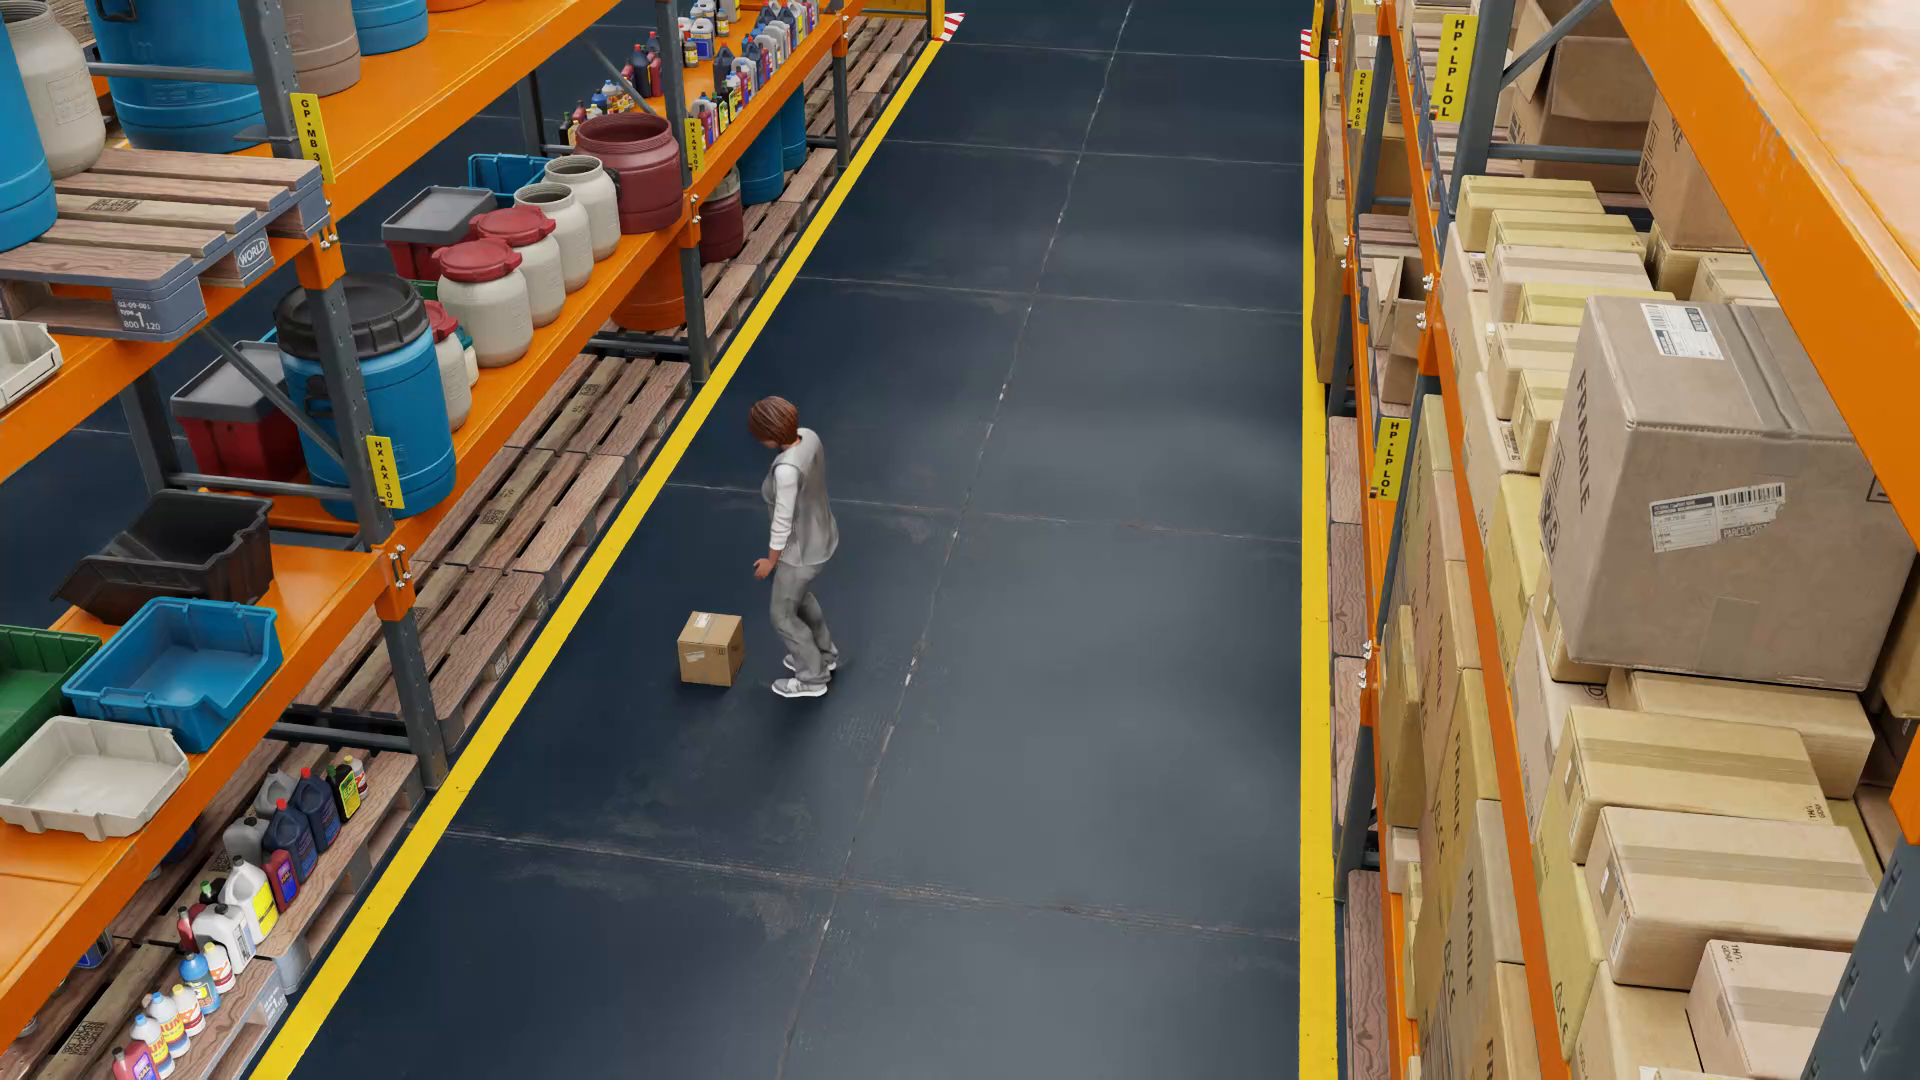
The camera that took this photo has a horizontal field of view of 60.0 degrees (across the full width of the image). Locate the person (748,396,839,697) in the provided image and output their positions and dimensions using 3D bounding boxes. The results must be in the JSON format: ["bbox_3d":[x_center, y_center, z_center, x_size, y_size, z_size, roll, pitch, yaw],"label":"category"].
[{"bbox_3d":[-0.757,0.085,7.740,0.368,1.480,0.423,6,33,9],"label":"person"}]
